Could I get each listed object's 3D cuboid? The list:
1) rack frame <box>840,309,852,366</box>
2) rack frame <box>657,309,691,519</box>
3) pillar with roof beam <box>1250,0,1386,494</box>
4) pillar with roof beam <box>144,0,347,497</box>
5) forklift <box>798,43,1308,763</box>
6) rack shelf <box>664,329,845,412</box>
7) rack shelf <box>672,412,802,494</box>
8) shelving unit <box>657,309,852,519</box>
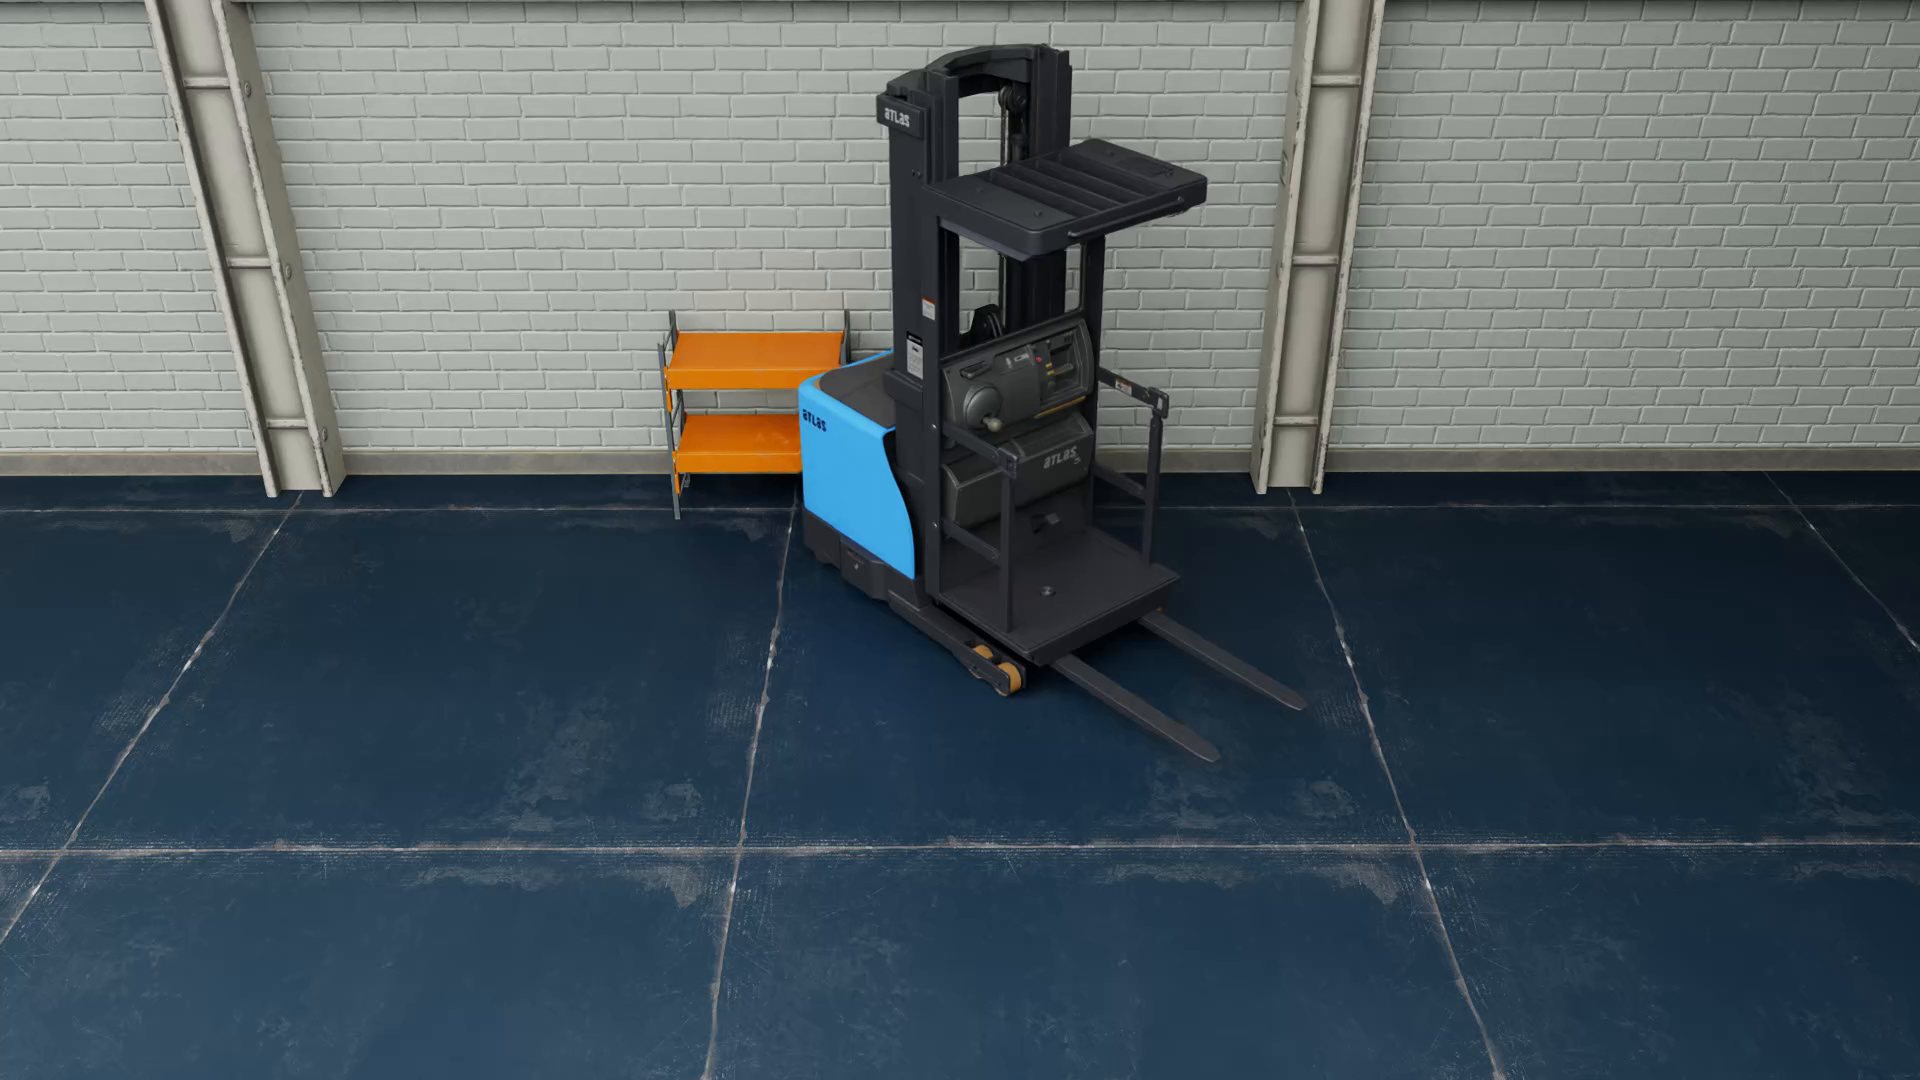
[{"bbox_3d":[-0.656,-0.738,9.771,0.032,1.125,0.500,0,31,-1],"label":"rack frame"},{"bbox_3d":[-1.673,-0.732,9.762,0.032,1.125,0.500,0,31,-1],"label":"rack frame"},{"bbox_3d":[2.027,-1.975,4.219,0.400,9.000,9.100,0,31,0],"label":"pillar with roof beam"},{"bbox_3d":[-3.973,-1.956,4.188,0.400,9.000,9.100,0,31,0],"label":"pillar with roof beam"},{"bbox_3d":[0.435,-0.767,8.078,1.130,2.935,3.031,-23,38,-33],"label":"forklift"},{"bbox_3d":[-1.165,-0.985,9.615,1.000,0.278,0.538,0,31,-1],"label":"rack shelf"},{"bbox_3d":[-1.165,-0.526,9.893,1.000,0.278,0.538,0,31,-1],"label":"rack shelf"},{"bbox_3d":[-1.165,-0.735,9.766,1.048,1.125,0.538,0,31,-1],"label":"shelving unit"}]
